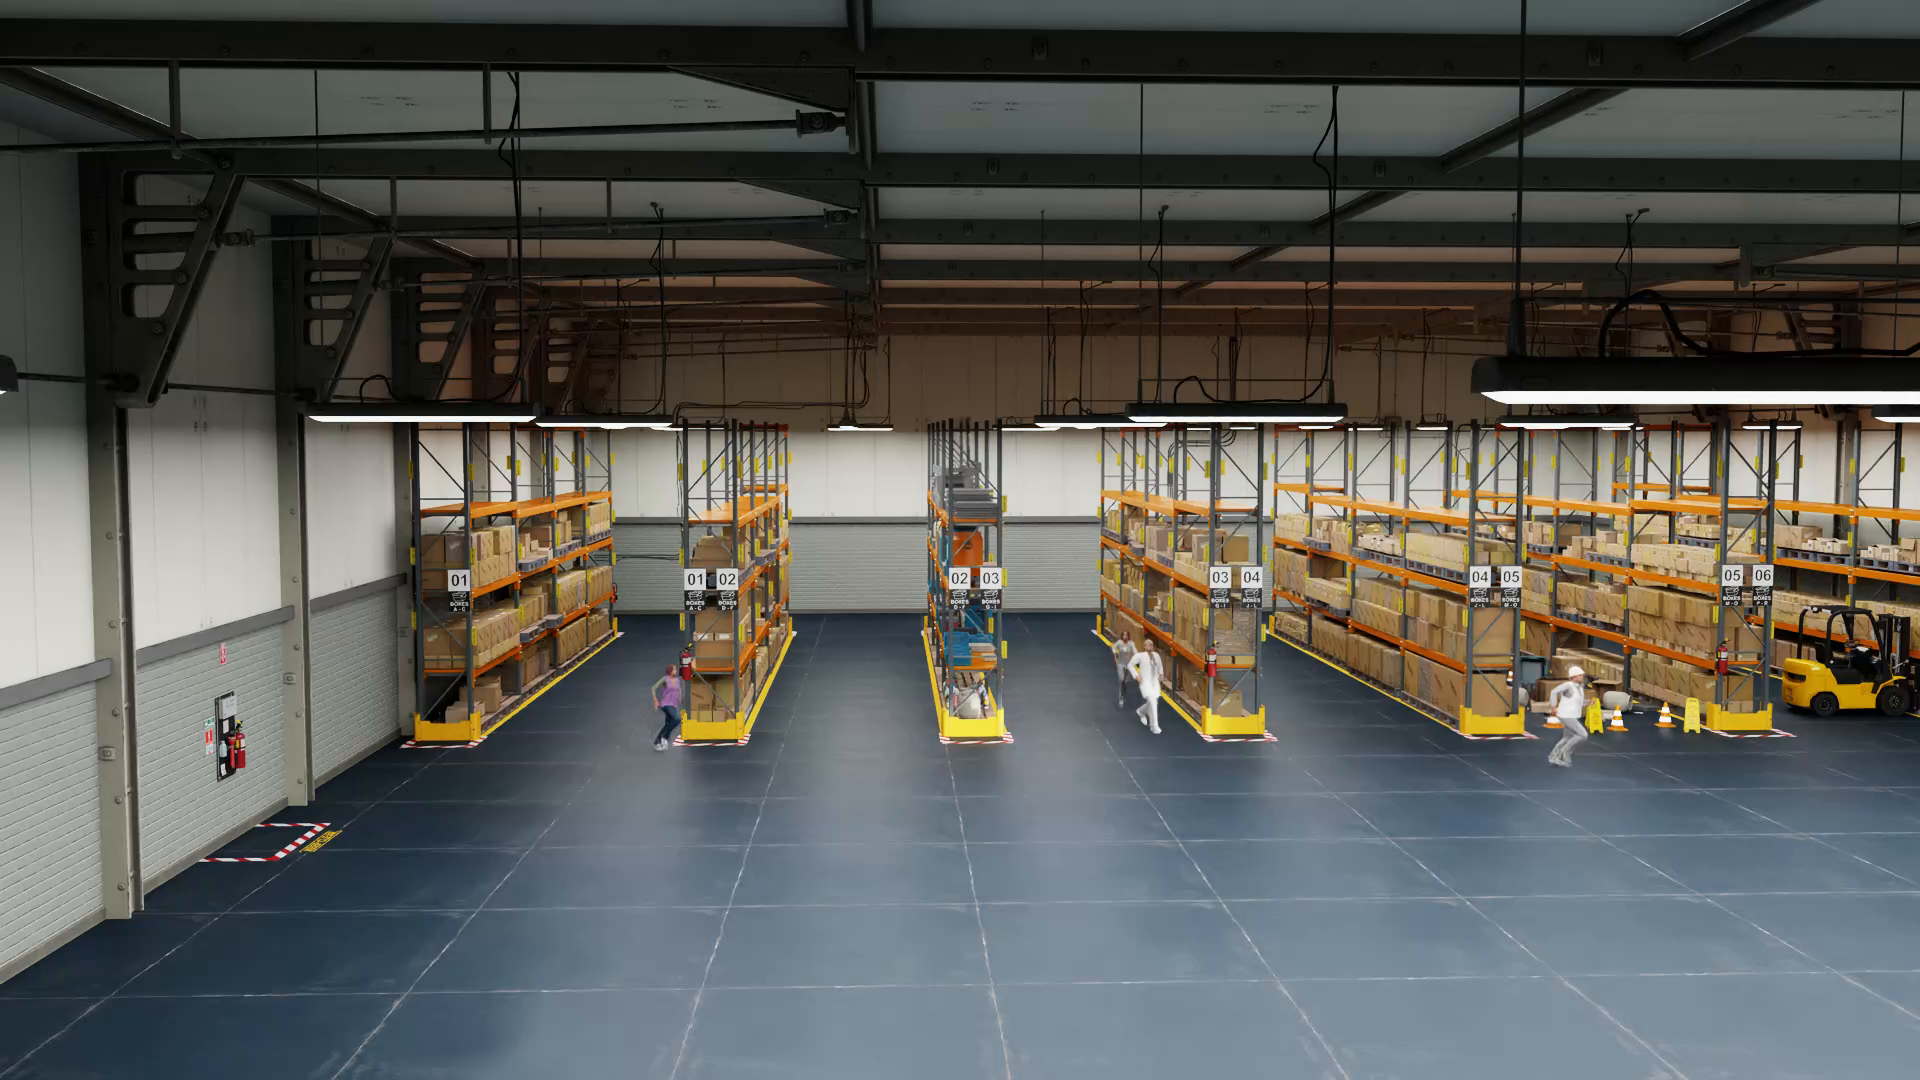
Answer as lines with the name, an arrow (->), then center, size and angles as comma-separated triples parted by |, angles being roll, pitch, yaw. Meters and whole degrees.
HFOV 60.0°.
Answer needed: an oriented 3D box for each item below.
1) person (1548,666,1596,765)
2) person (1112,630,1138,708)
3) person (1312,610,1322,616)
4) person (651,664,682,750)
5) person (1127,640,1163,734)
person -> 10.455, 3.017, 28.418 | 0.765, 1.723, 0.690 | 3, 5, 43
person -> 3.477, 2.695, 35.019 | 0.514, 1.629, 0.761 | 0, 4, -3
person -> 10.420, 1.769, 49.042 | 0.550, 1.663, 0.658 | 0, 4, 0
person -> -5.214, 3.016, 30.037 | 0.564, 1.533, 0.538 | 2, 4, 34
person -> 3.613, 2.815, 32.041 | 0.735, 1.713, 0.922 | -2, 4, -30
